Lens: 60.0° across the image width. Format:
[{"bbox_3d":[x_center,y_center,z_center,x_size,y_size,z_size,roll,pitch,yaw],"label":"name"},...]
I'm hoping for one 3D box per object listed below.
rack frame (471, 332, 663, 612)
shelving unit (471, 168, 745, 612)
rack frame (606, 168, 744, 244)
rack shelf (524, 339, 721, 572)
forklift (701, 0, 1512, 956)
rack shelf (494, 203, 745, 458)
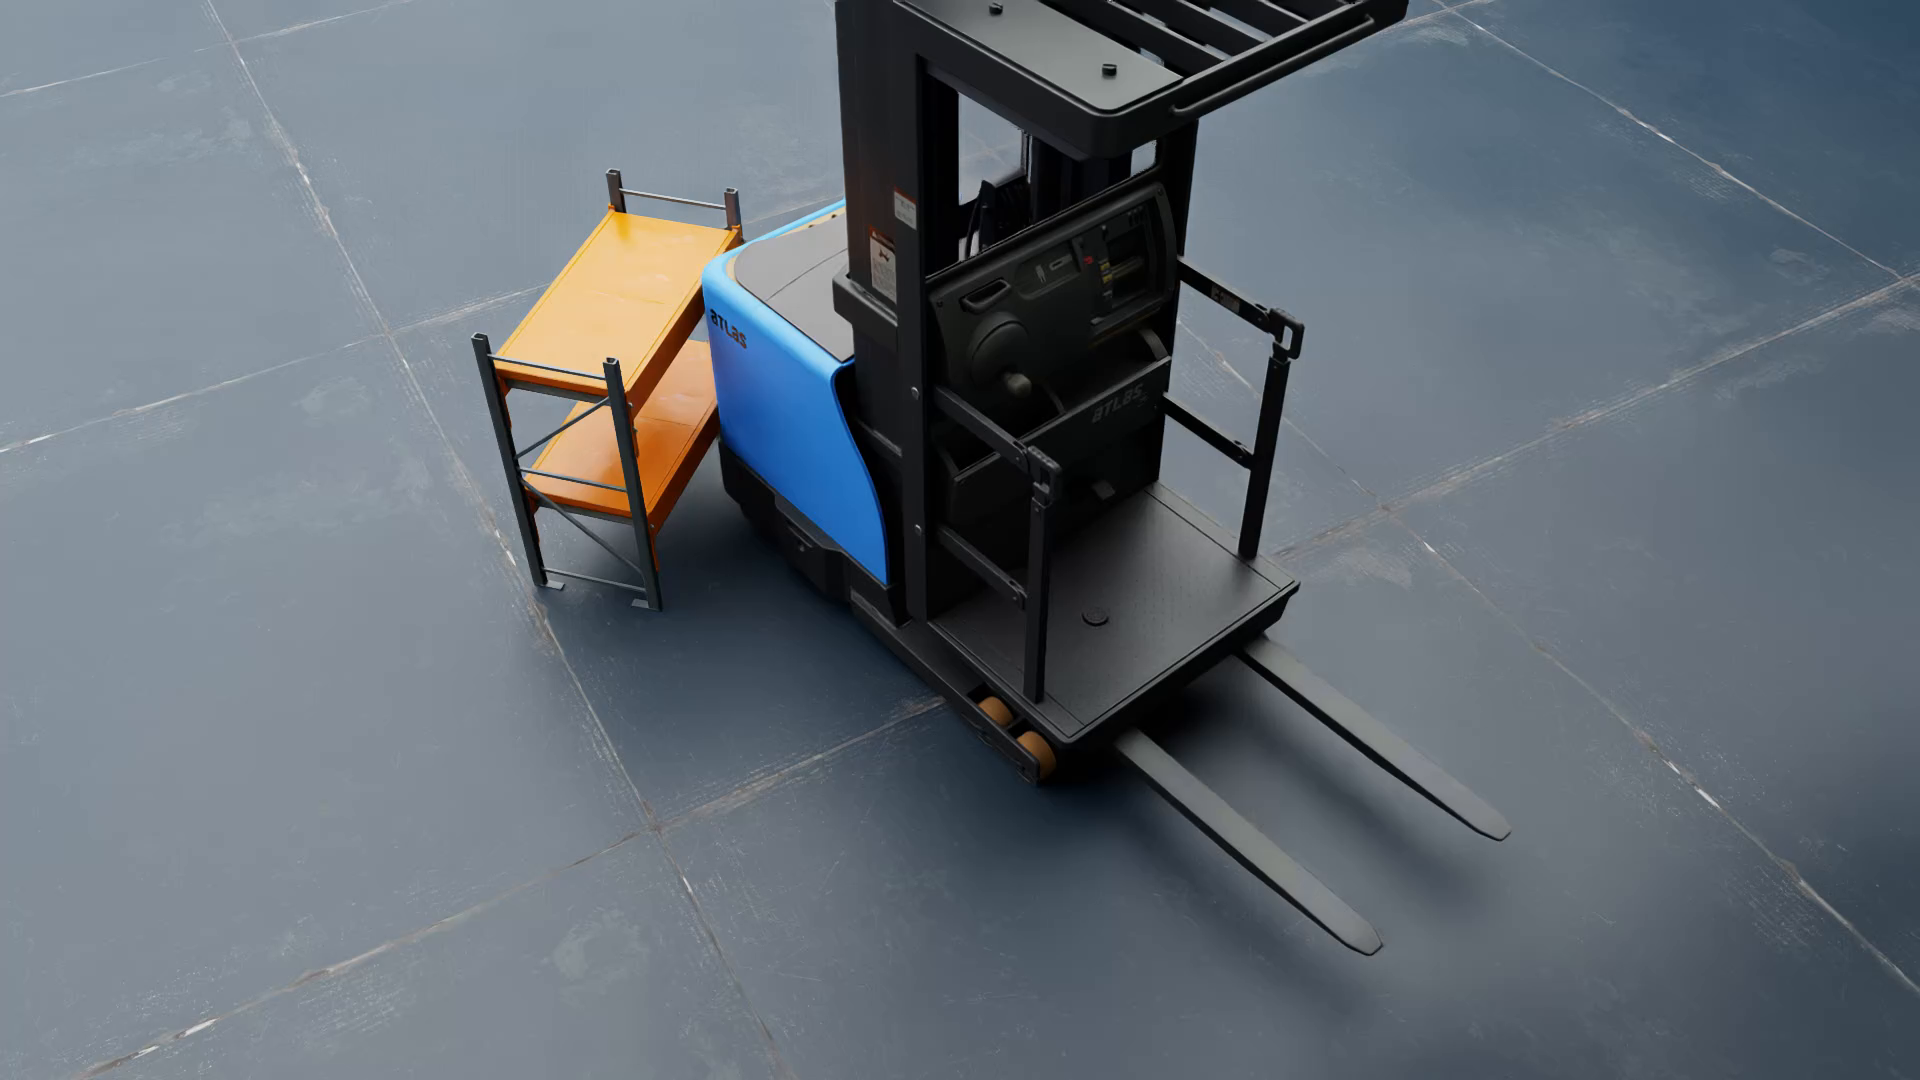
[{"bbox_3d":[-1.316,-0.204,5.652,0.500,1.125,0.032,11,45,11],"label":"rack frame"},{"bbox_3d":[-1.176,-0.544,6.003,0.538,1.125,1.048,11,45,11],"label":"shelving unit"},{"bbox_3d":[-1.035,-0.884,6.354,0.500,1.125,0.032,11,45,11],"label":"rack frame"},{"bbox_3d":[-1.176,-0.369,6.173,0.538,0.278,1.000,11,45,11],"label":"rack shelf"},{"bbox_3d":[0.433,-0.664,4.830,1.130,2.935,3.031,-31,52,-28],"label":"forklift"},{"bbox_3d":[-1.176,-0.754,5.799,0.538,0.278,1.000,11,45,11],"label":"rack shelf"}]
